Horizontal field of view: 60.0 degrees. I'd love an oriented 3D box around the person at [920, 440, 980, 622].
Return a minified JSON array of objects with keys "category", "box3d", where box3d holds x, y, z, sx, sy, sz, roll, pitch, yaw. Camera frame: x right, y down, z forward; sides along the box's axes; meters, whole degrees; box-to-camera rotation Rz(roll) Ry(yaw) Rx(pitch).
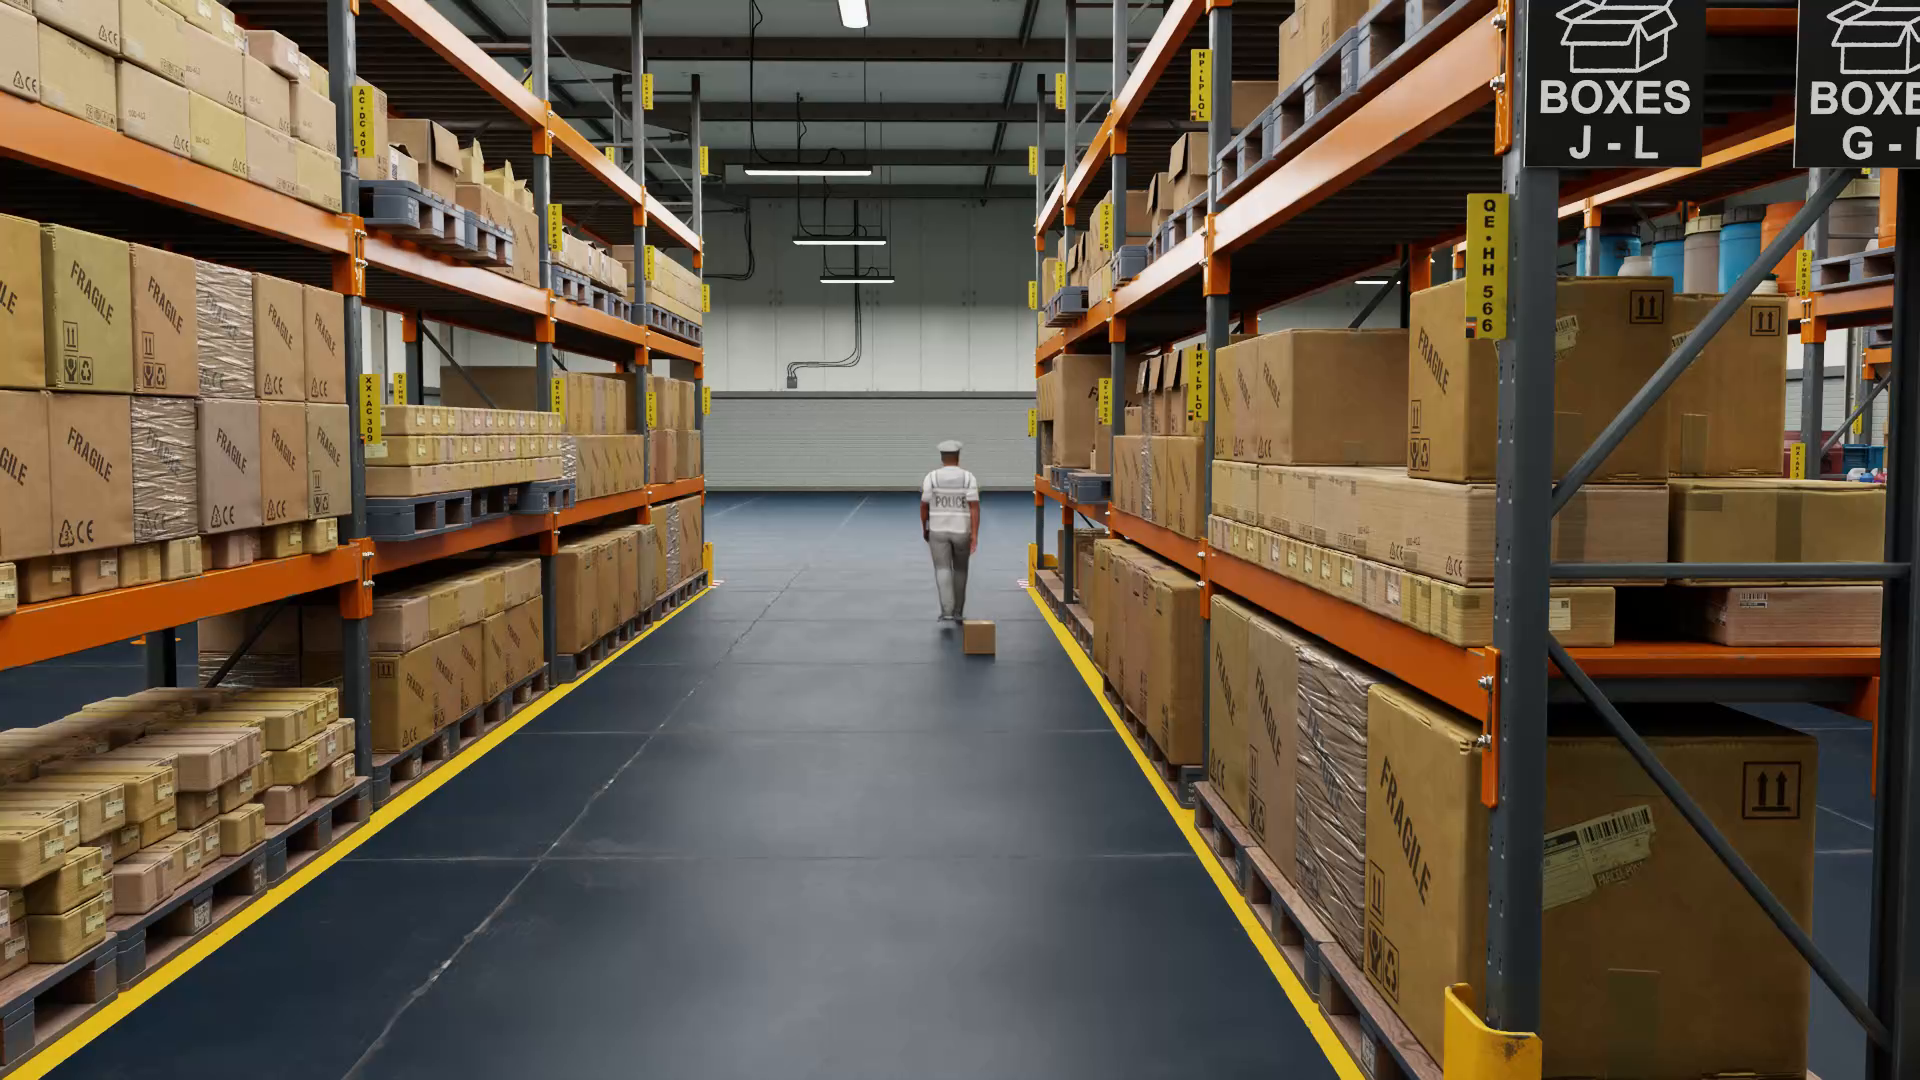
[{"category":"person","box3d":[-0.106,-0.098,15.839,0.545,1.710,1.062,0,4,-7]}]
